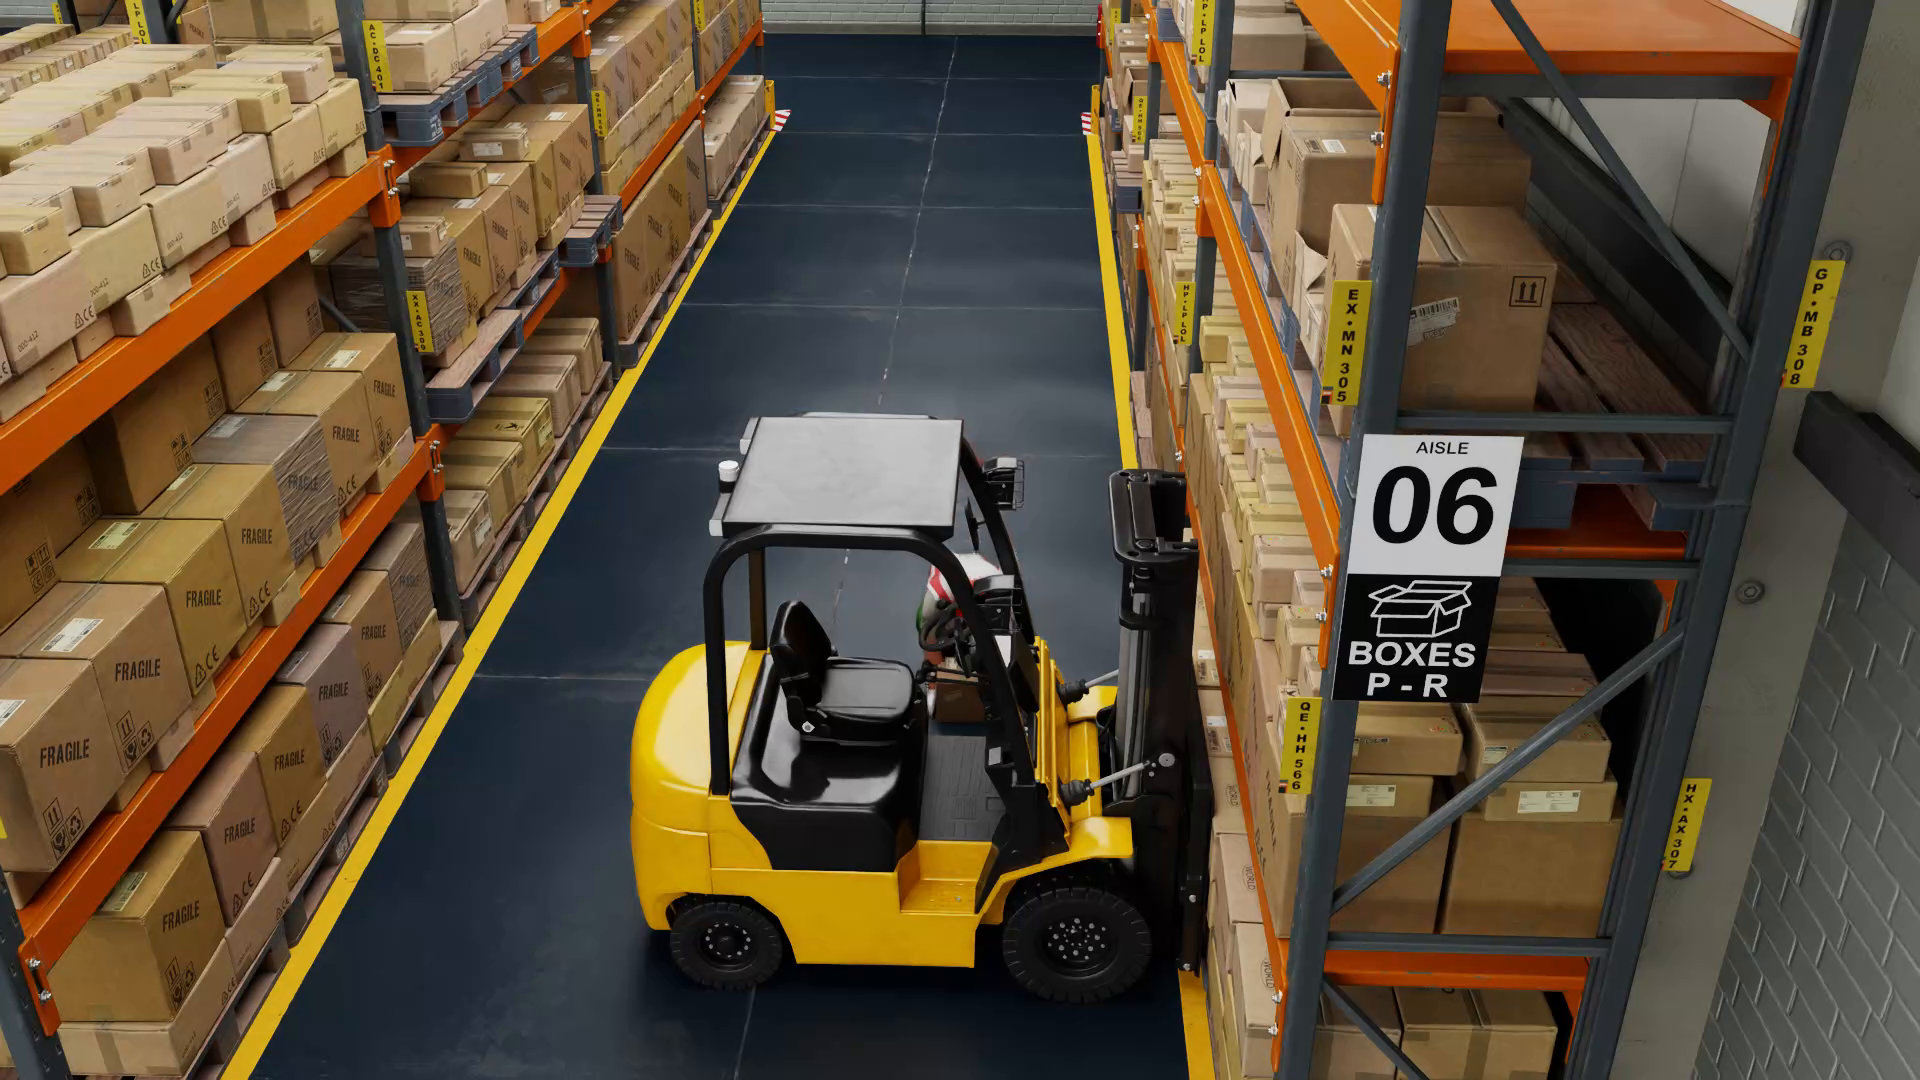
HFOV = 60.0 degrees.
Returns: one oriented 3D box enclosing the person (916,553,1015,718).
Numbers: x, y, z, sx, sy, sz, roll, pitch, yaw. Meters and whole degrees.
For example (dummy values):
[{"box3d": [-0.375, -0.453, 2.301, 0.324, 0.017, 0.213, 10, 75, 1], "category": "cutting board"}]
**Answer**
[{"box3d": [0.033, 0.461, 8.883, 0.540, 0.876, 0.915, 1, 28, 2], "category": "person"}]
